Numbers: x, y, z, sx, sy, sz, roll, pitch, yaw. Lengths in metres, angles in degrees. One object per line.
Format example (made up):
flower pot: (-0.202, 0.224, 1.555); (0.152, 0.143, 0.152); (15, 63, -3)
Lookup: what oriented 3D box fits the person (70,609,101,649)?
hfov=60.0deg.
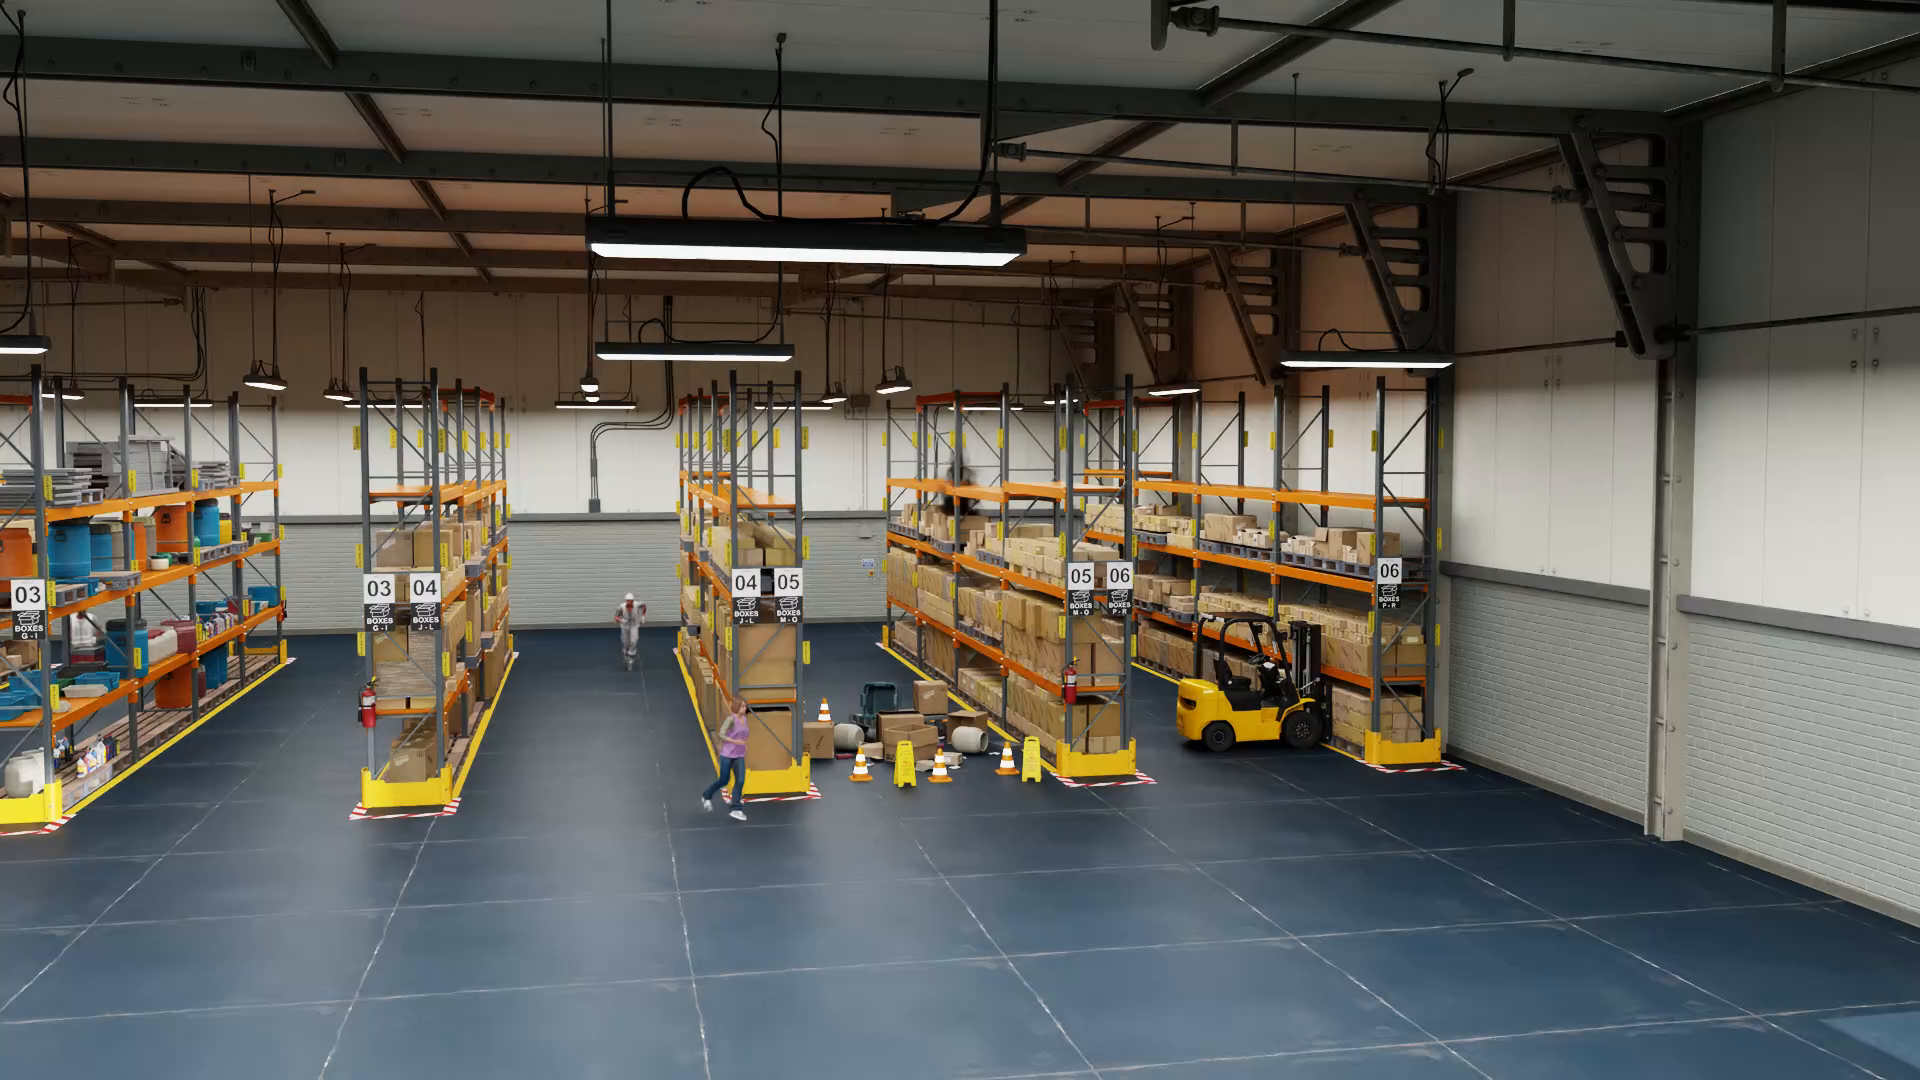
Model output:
person: (-18.005, 2.114, 34.138); (0.675, 1.732, 0.637); (-1, 4, -23)

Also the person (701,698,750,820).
person: (-3.025, 2.889, 22.187); (0.843, 1.573, 0.552); (3, 4, 38)

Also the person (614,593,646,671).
person: (-7.276, 2.003, 36.637); (0.706, 1.727, 1.040); (-1, 4, -15)
